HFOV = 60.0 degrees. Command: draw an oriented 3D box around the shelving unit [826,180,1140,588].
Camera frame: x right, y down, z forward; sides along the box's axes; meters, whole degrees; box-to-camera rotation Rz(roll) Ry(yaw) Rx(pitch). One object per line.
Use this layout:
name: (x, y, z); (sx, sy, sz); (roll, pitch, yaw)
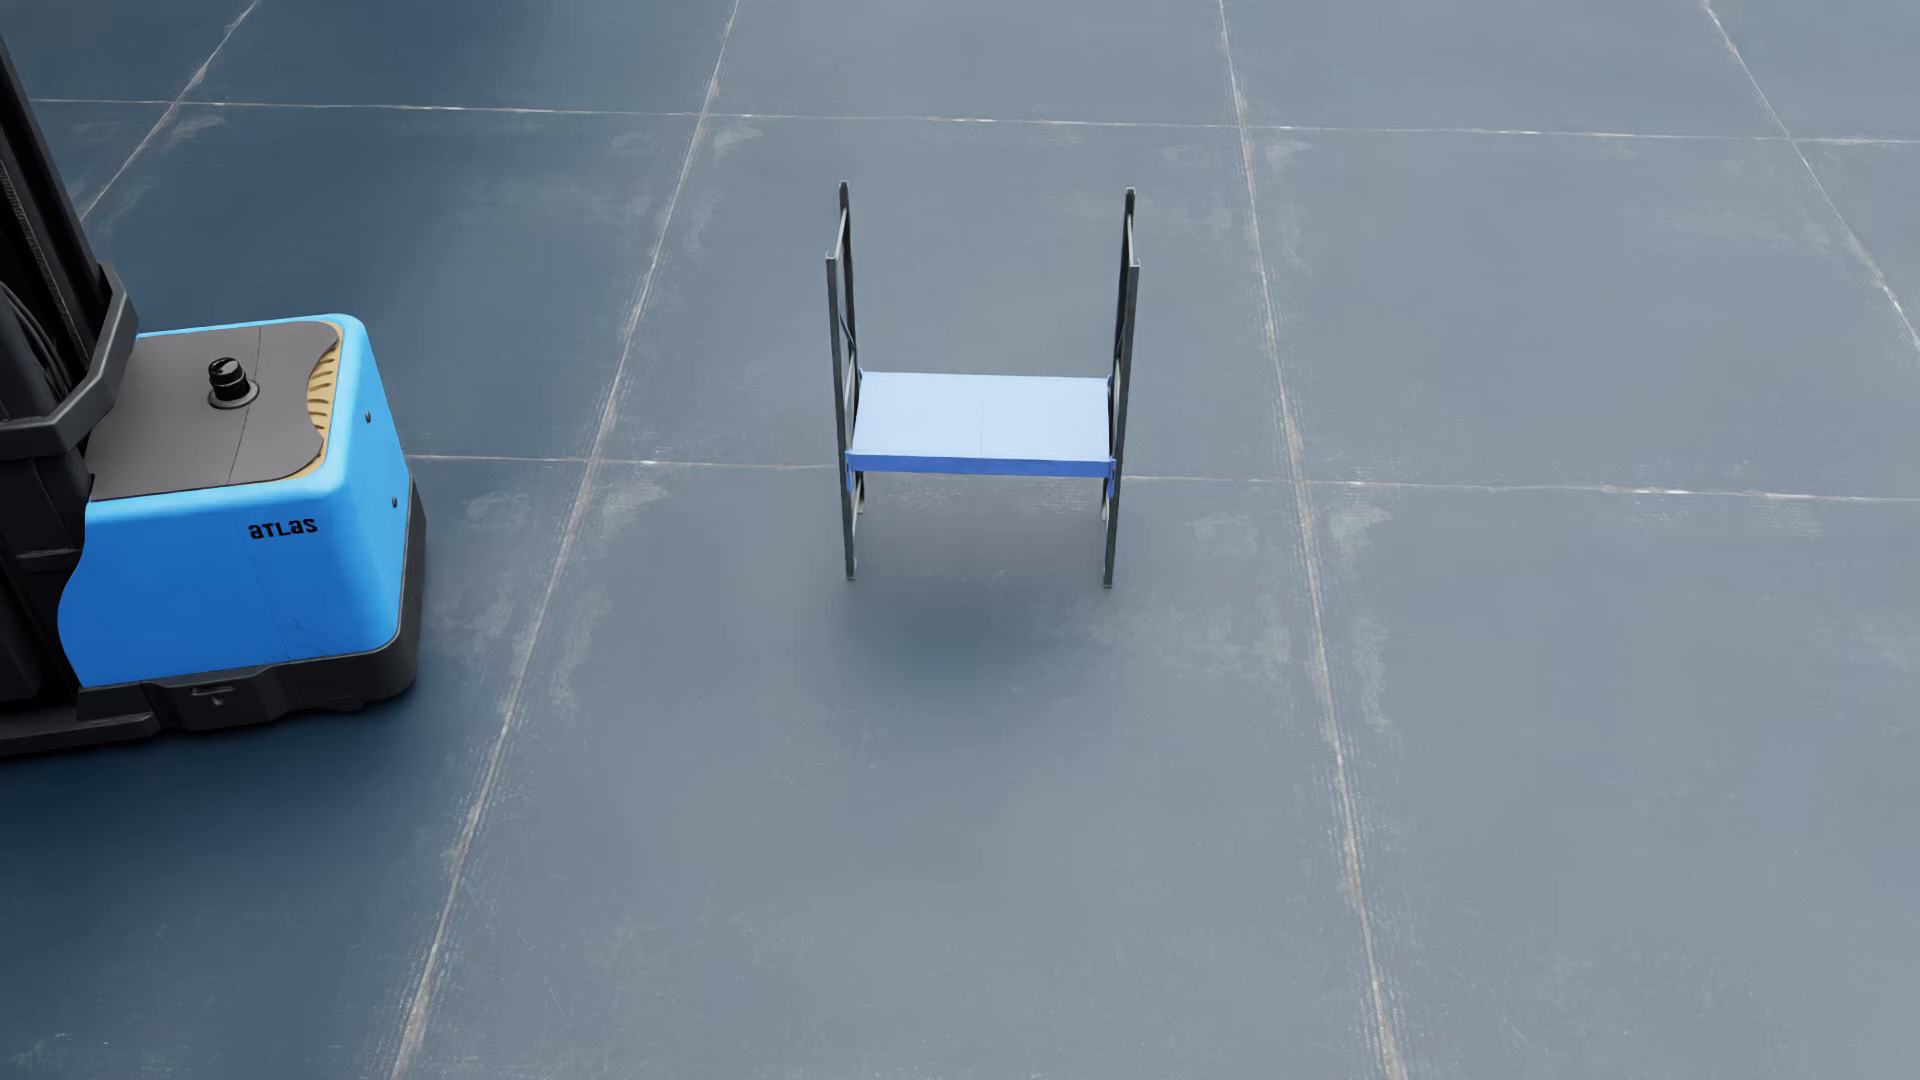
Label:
shelving unit: (0.085, -0.546, 6.236); (1.048, 1.500, 0.538); (2, 43, 2)

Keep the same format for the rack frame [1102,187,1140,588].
rack frame: (0.593, -0.531, 6.219); (0.032, 1.500, 0.500); (2, 43, 2)

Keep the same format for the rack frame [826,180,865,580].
rack frame: (-0.423, -0.562, 6.253); (0.032, 1.500, 0.500); (2, 43, 2)

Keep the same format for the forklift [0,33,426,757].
forklift: (-3.569, -0.620, 5.266); (3.031, 2.935, 1.130); (-7, 43, -8)

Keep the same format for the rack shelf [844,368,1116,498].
rack shelf: (0.085, -0.415, 6.359); (1.000, 0.185, 0.538); (2, 43, 2)
